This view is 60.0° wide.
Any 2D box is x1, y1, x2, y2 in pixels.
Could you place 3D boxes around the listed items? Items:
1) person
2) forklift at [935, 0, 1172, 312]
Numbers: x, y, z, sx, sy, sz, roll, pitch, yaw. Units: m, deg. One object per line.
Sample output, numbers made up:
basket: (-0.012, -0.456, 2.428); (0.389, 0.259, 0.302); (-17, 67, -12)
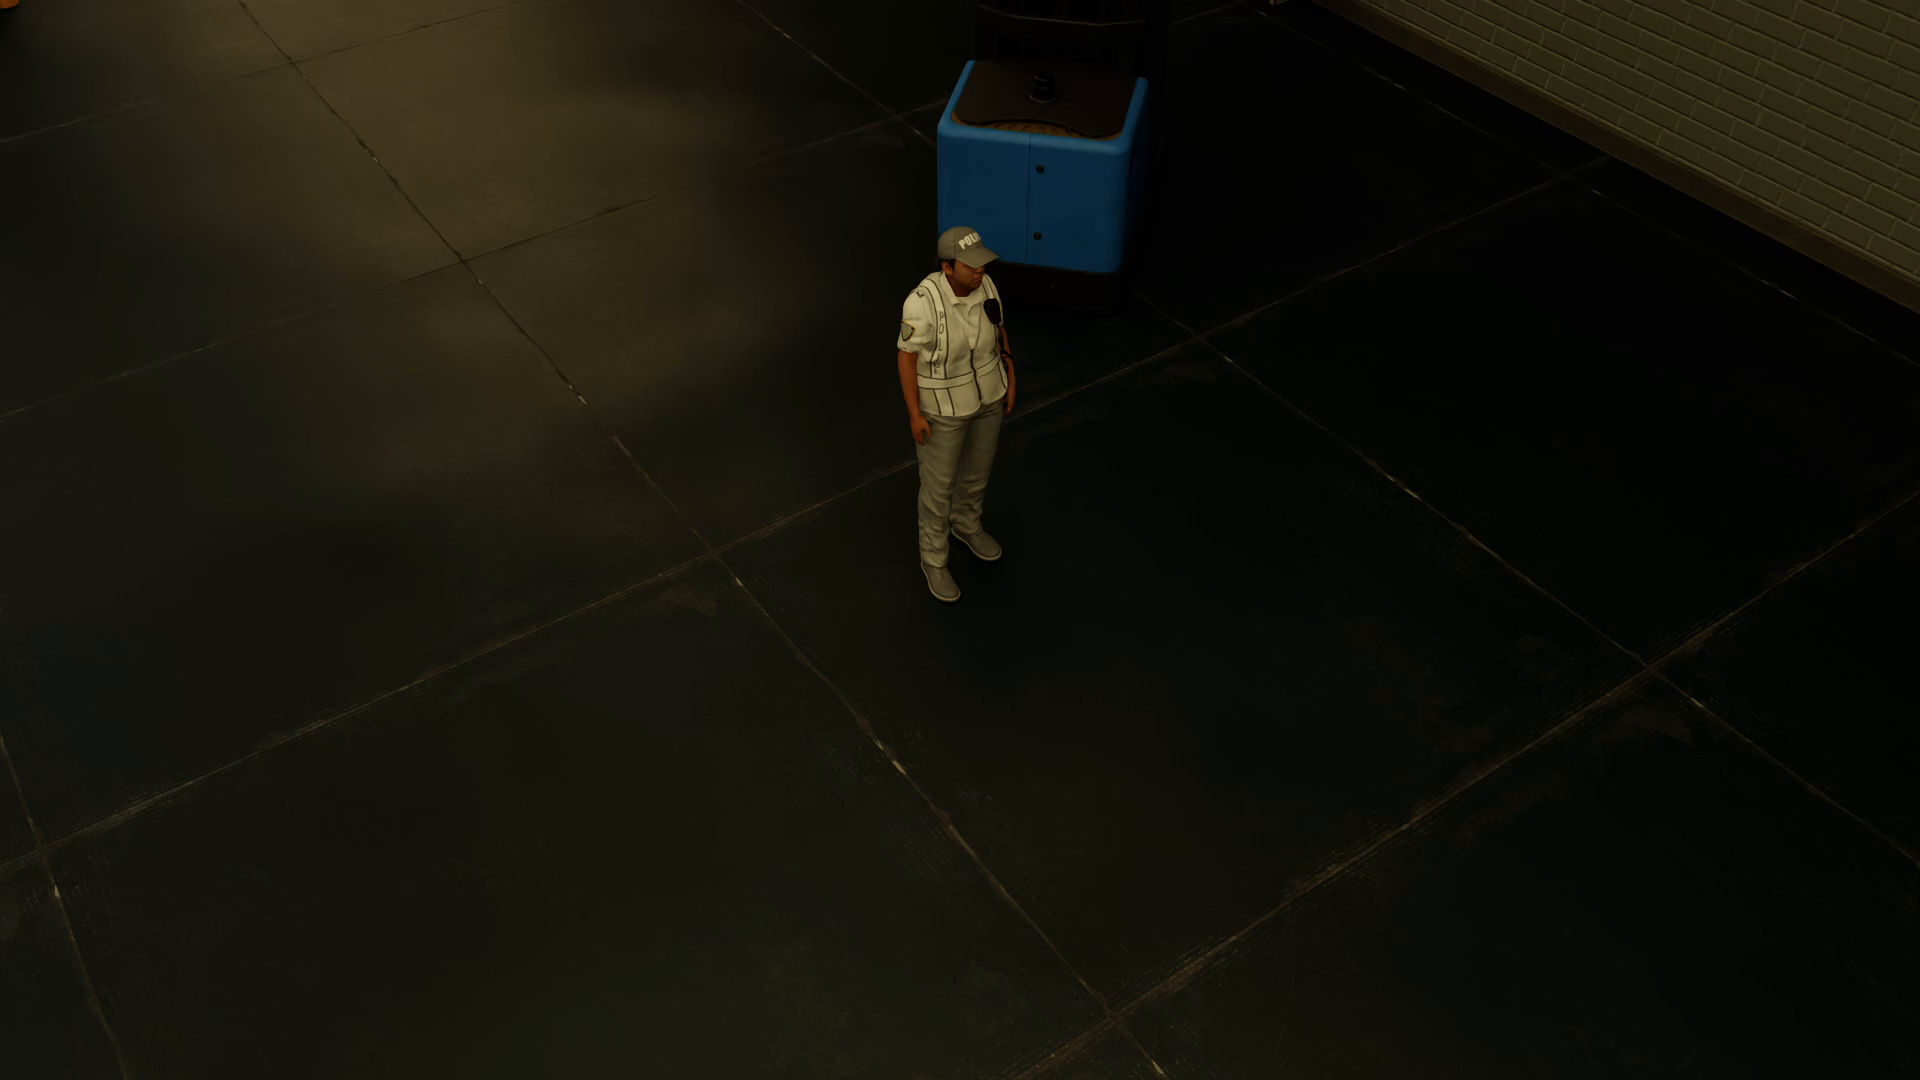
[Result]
person: (0.025, -0.566, 7.253); (0.598, 1.670, 0.529); (-25, 48, -25)
forklift: (0.681, -3.343, 9.343); (1.130, 2.935, 3.031); (8, 43, 9)
